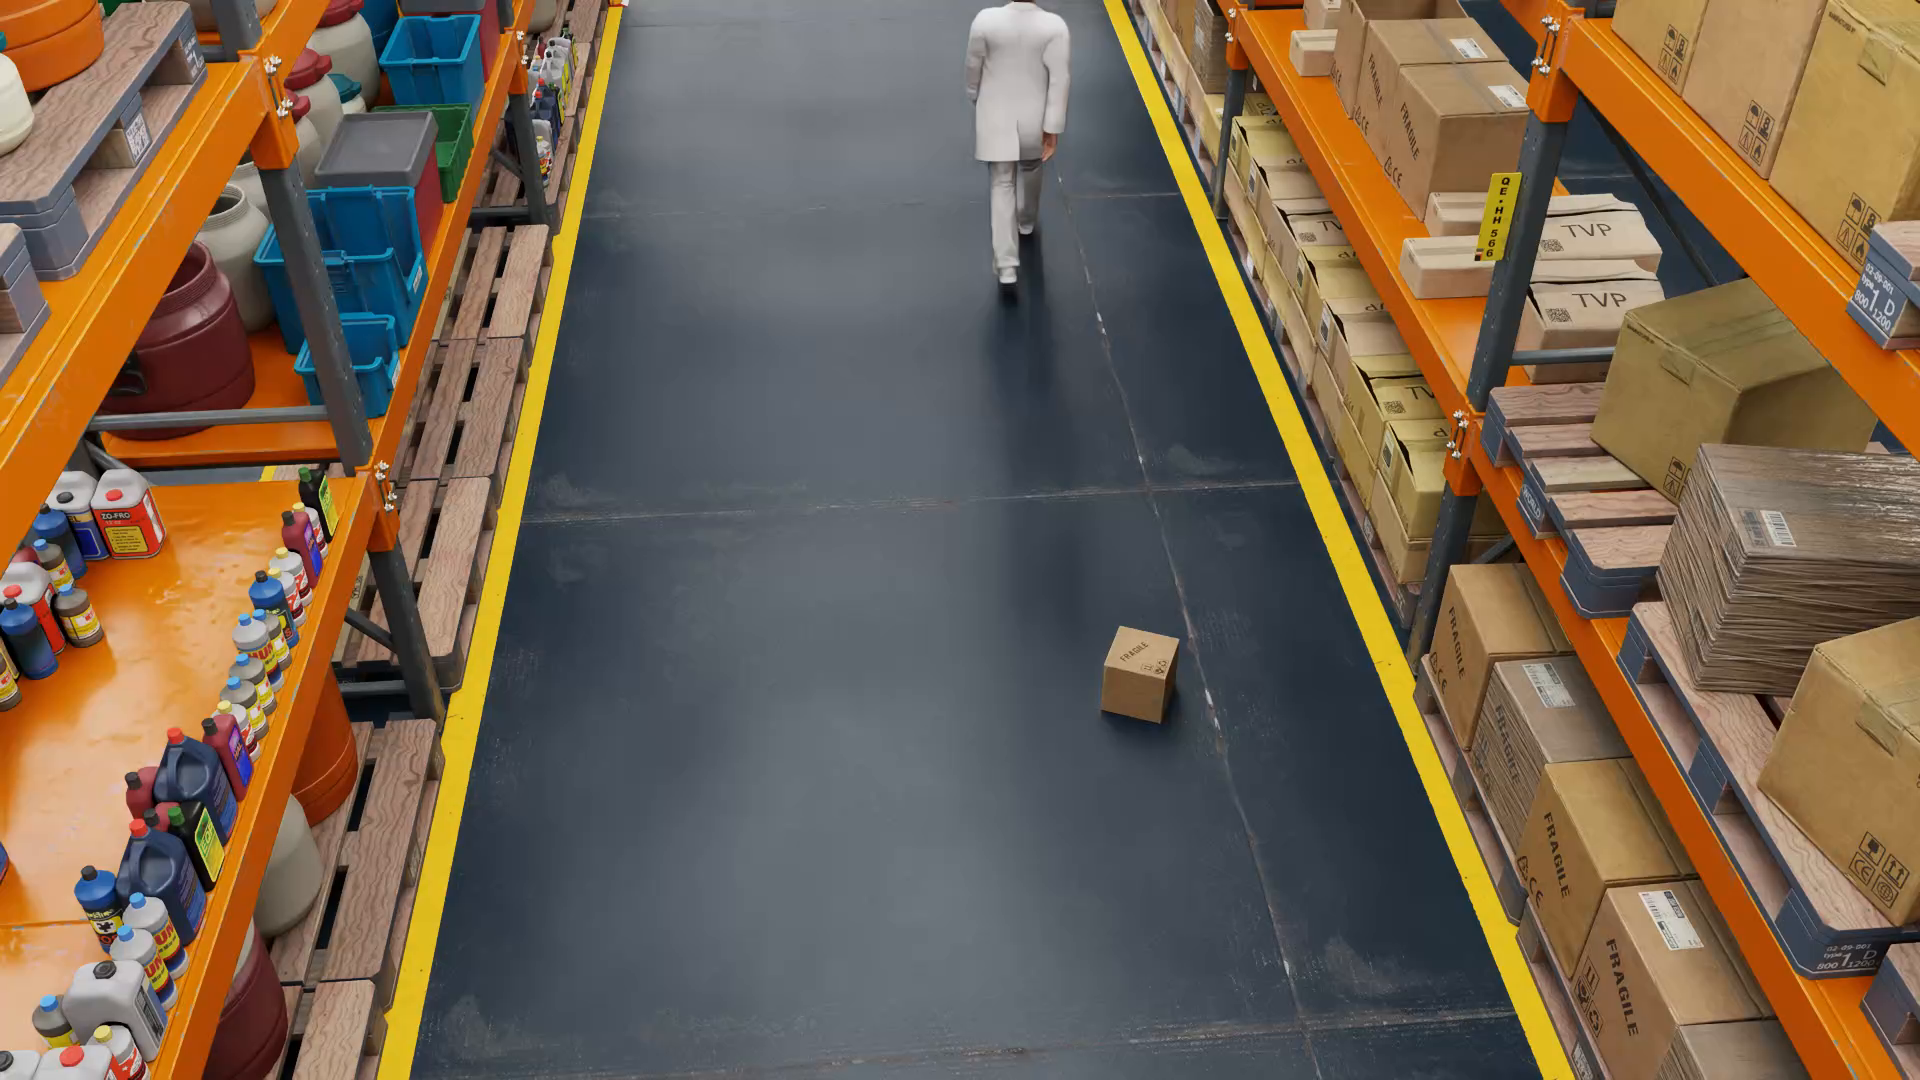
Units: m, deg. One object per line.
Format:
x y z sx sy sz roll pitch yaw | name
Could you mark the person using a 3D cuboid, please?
0.304 -2.351 9.113 0.557 1.727 1.125 -1 39 -1 | person
